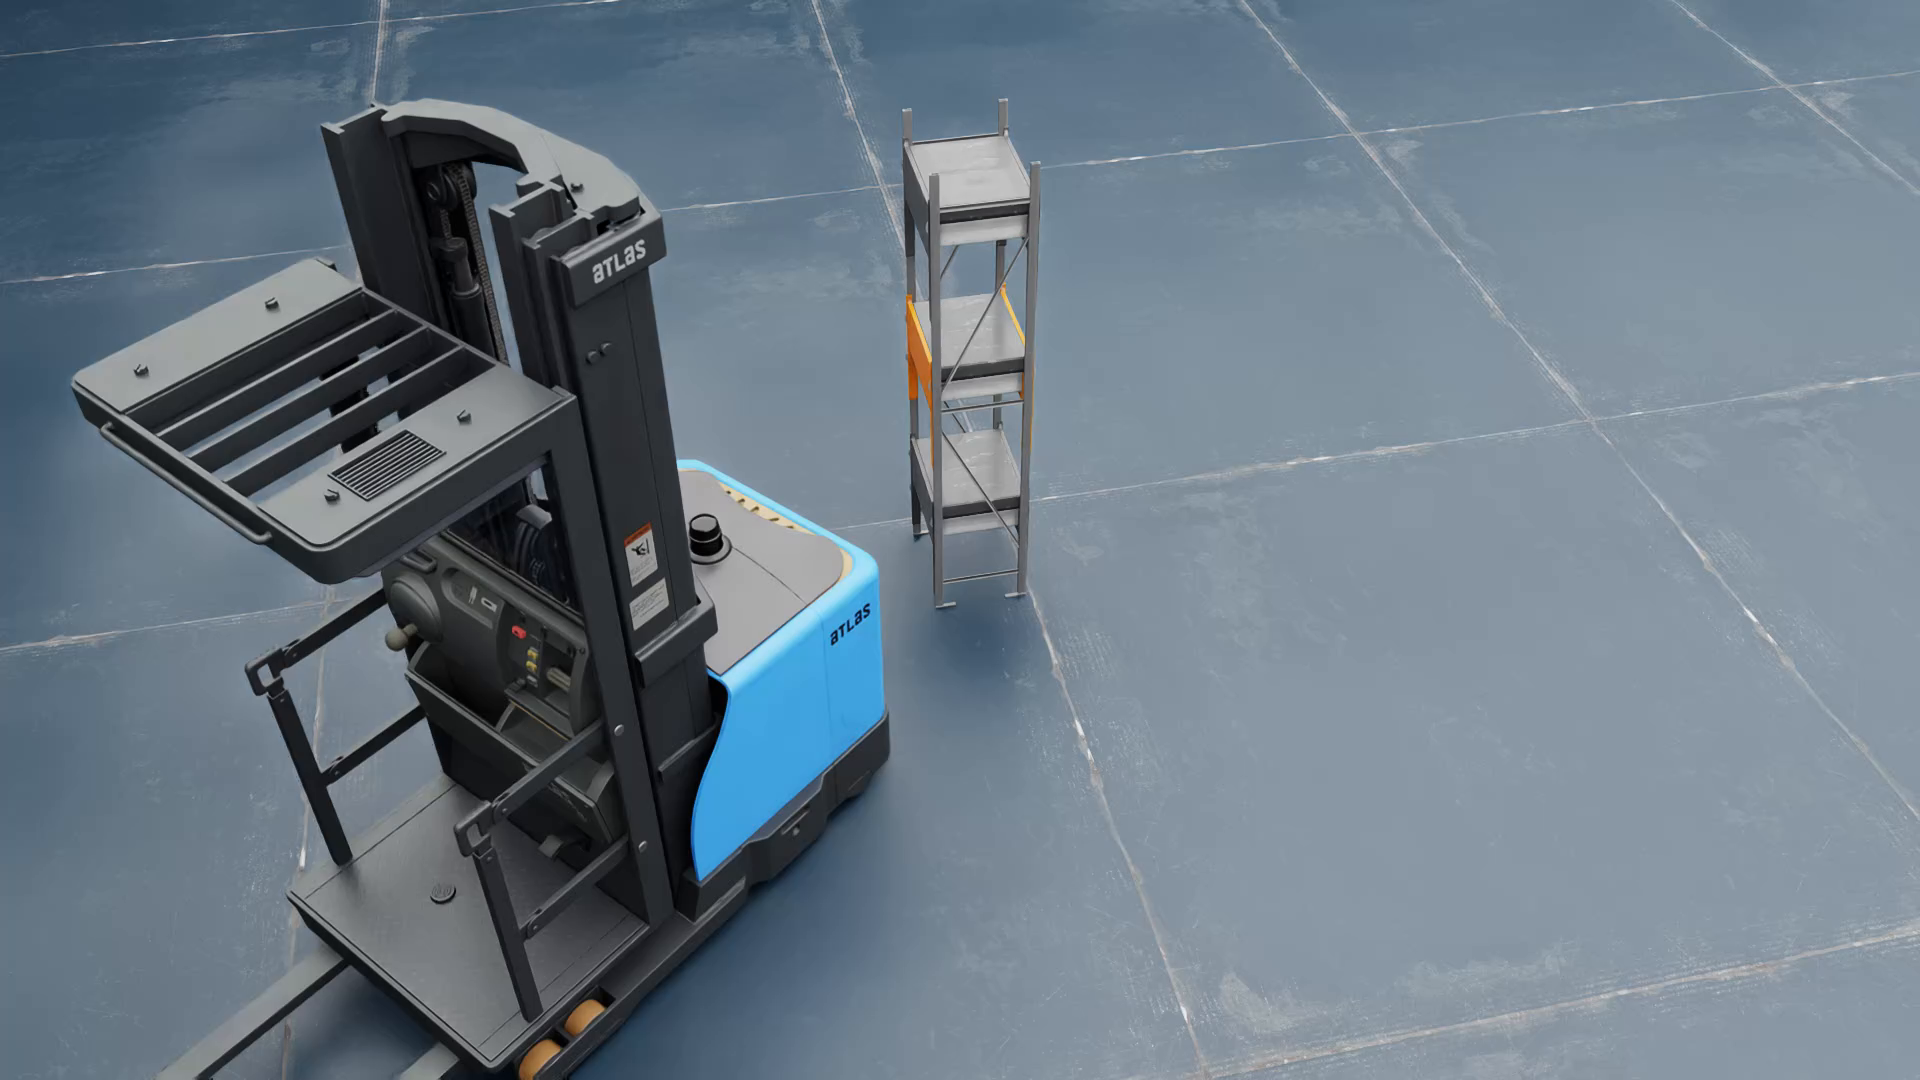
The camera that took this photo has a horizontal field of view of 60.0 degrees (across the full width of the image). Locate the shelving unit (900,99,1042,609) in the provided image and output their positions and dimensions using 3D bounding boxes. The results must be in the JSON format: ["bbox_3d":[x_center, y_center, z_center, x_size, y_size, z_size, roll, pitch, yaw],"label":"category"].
[{"bbox_3d":[0.036,-0.678,6.714,0.431,2.100,0.503,-8,42,-9],"label":"shelving unit"}]

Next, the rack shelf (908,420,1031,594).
[{"bbox_3d":[0.036,-0.144,7.188,0.431,0.518,0.480,-8,42,-9],"label":"rack shelf"}]

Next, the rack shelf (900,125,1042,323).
[{"bbox_3d":[0.036,-1.191,6.258,0.431,0.518,0.480,-8,42,-9],"label":"rack shelf"}]

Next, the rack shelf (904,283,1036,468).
[{"bbox_3d":[0.036,-0.668,6.723,0.431,0.518,0.480,-8,42,-9],"label":"rack shelf"}]

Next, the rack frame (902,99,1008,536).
[{"bbox_3d":[-0.017,-0.836,6.892,0.400,2.100,0.015,-8,42,-9],"label":"rack frame"}]

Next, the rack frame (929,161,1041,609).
[{"bbox_3d":[0.088,-0.520,6.536,0.400,2.100,0.015,-8,42,-9],"label":"rack frame"}]

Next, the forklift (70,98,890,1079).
[{"bbox_3d":[-1.581,0.341,4.939,1.130,2.935,3.031,28,49,28],"label":"forklift"}]
